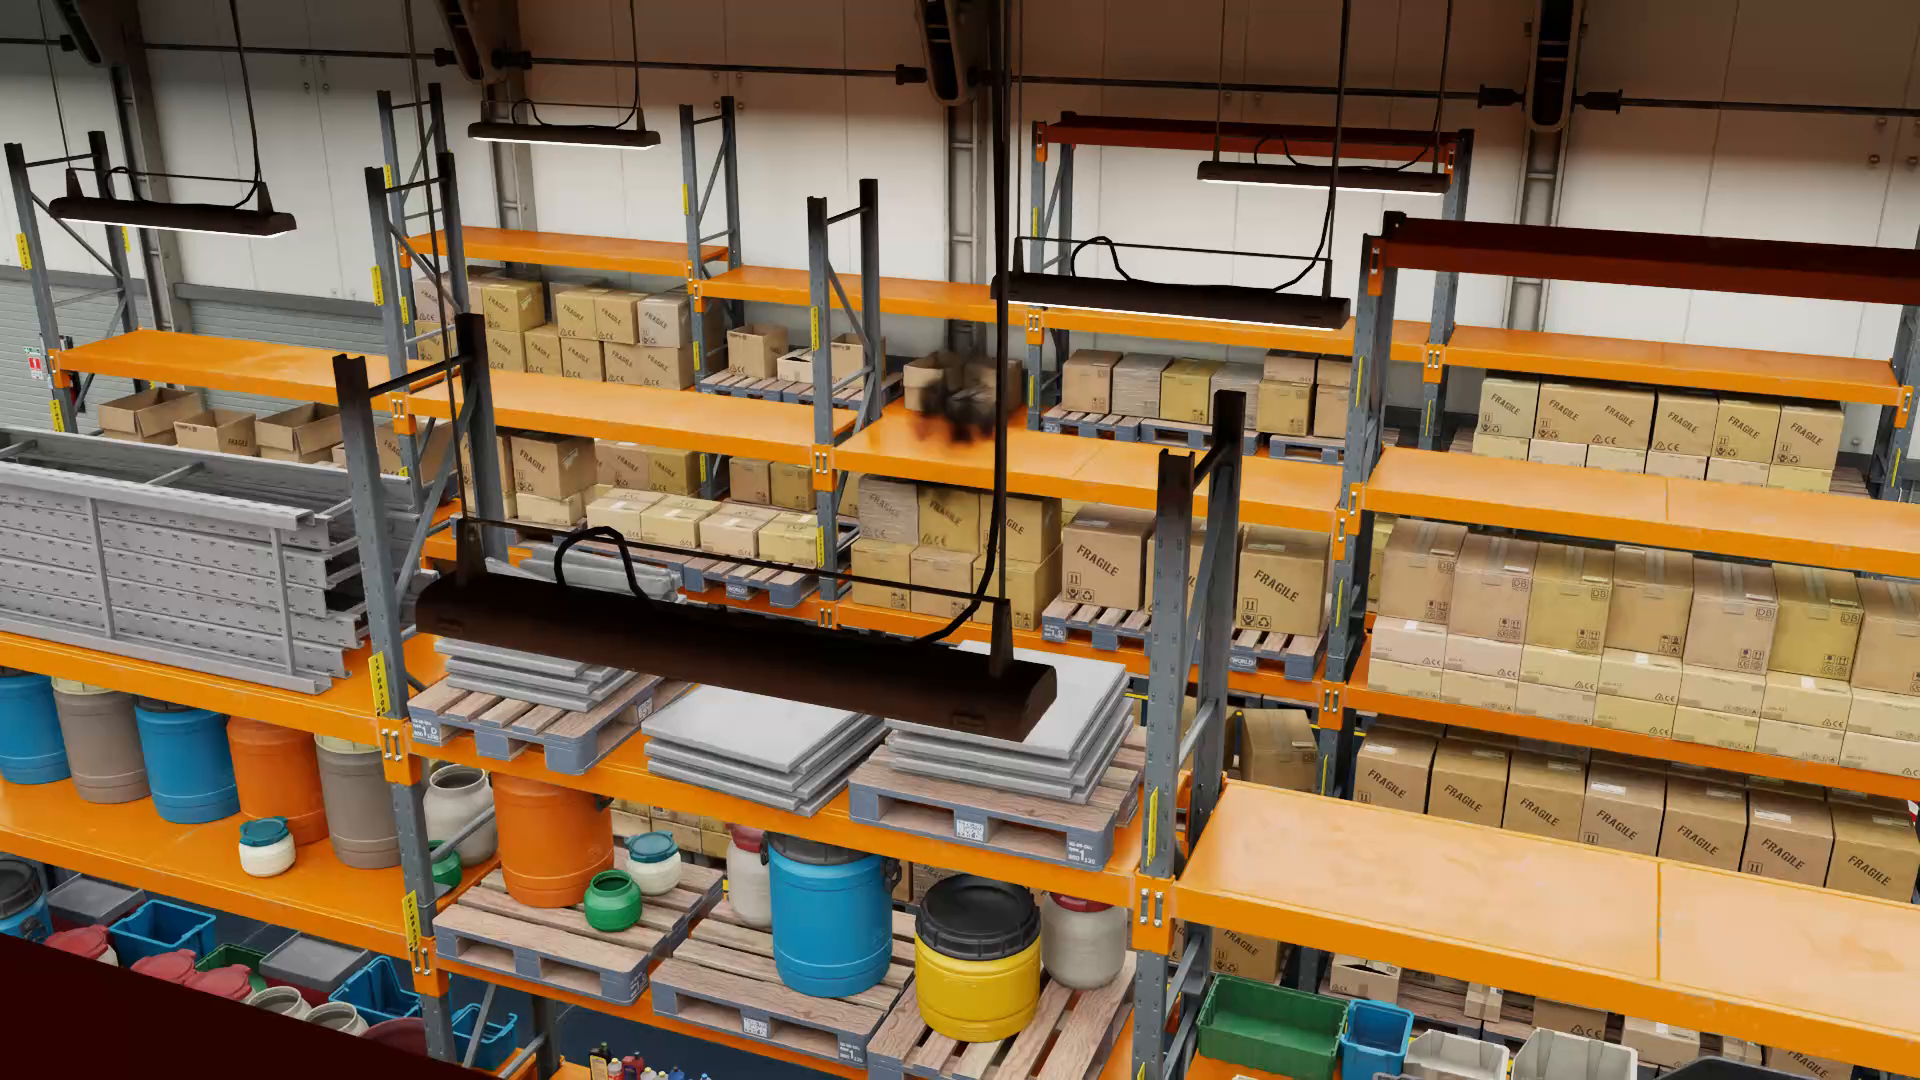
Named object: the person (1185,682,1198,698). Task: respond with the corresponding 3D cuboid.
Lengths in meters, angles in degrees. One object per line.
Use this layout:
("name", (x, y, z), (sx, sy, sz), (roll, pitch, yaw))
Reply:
("person", (2.107, 1.278, 15.837), (0.783, 1.885, 0.692), (6, 22, 14))
